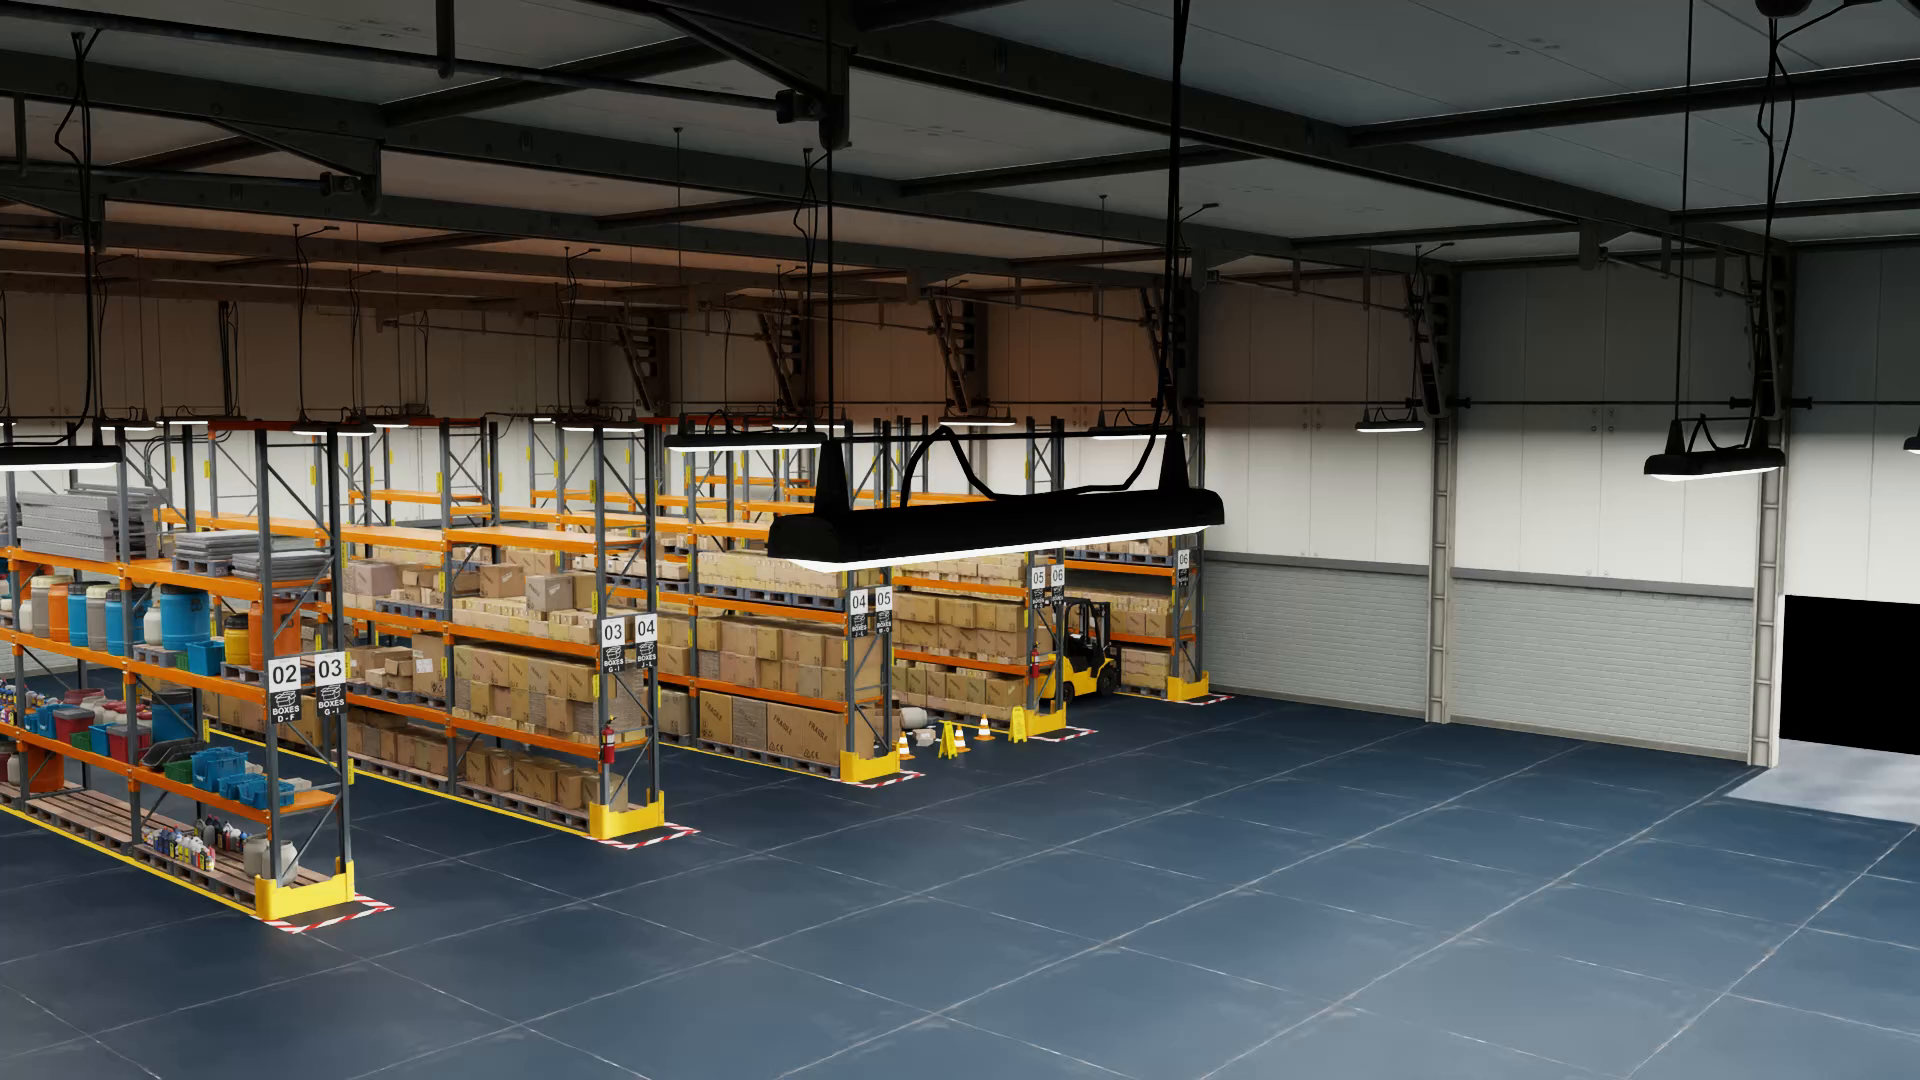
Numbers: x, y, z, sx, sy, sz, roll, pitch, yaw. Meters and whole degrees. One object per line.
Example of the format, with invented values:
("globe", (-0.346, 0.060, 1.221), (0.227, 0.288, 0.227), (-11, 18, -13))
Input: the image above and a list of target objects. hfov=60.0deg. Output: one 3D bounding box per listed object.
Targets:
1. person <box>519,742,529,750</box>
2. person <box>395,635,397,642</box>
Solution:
("person", (-7.972, 2.983, 30.285), (0.536, 1.651, 0.489), (-4, 6, -37))
("person", (-14.942, 1.846, 43.807), (0.493, 1.676, 0.563), (0, 5, 6))
